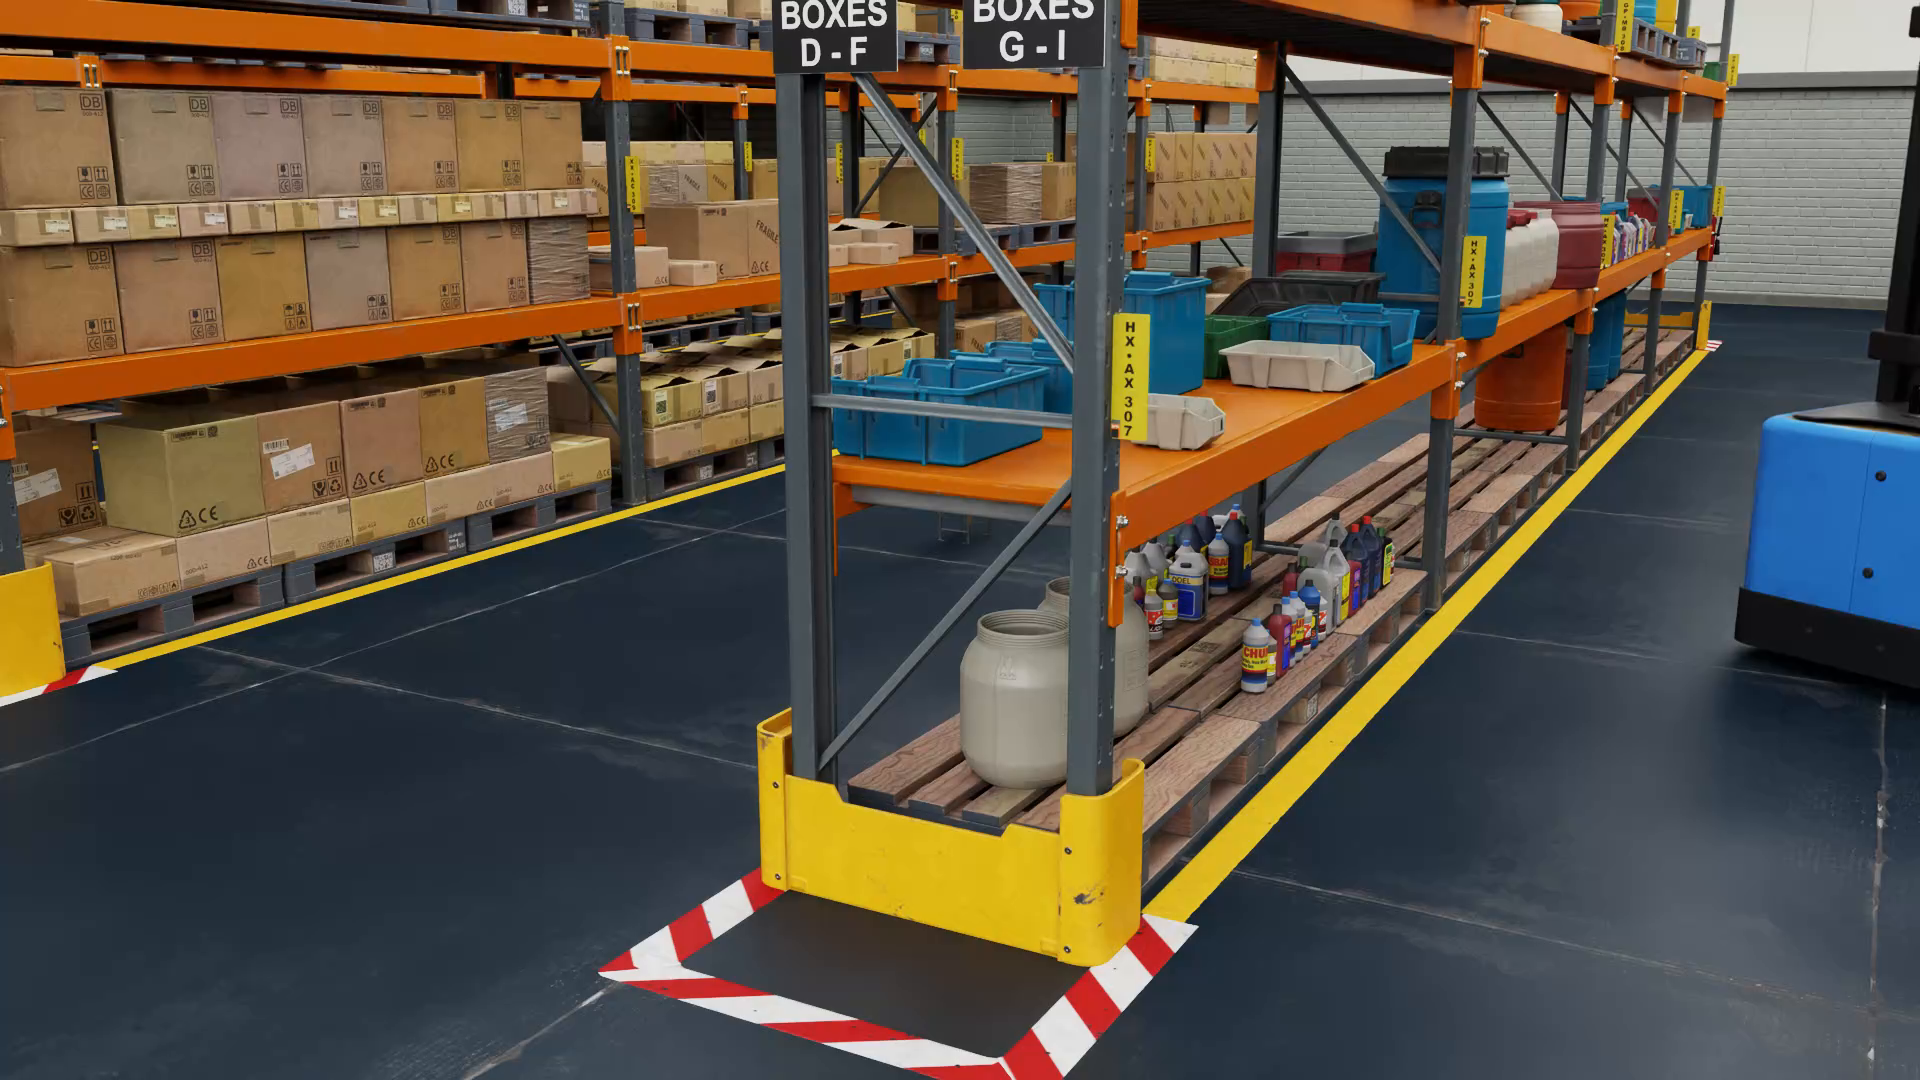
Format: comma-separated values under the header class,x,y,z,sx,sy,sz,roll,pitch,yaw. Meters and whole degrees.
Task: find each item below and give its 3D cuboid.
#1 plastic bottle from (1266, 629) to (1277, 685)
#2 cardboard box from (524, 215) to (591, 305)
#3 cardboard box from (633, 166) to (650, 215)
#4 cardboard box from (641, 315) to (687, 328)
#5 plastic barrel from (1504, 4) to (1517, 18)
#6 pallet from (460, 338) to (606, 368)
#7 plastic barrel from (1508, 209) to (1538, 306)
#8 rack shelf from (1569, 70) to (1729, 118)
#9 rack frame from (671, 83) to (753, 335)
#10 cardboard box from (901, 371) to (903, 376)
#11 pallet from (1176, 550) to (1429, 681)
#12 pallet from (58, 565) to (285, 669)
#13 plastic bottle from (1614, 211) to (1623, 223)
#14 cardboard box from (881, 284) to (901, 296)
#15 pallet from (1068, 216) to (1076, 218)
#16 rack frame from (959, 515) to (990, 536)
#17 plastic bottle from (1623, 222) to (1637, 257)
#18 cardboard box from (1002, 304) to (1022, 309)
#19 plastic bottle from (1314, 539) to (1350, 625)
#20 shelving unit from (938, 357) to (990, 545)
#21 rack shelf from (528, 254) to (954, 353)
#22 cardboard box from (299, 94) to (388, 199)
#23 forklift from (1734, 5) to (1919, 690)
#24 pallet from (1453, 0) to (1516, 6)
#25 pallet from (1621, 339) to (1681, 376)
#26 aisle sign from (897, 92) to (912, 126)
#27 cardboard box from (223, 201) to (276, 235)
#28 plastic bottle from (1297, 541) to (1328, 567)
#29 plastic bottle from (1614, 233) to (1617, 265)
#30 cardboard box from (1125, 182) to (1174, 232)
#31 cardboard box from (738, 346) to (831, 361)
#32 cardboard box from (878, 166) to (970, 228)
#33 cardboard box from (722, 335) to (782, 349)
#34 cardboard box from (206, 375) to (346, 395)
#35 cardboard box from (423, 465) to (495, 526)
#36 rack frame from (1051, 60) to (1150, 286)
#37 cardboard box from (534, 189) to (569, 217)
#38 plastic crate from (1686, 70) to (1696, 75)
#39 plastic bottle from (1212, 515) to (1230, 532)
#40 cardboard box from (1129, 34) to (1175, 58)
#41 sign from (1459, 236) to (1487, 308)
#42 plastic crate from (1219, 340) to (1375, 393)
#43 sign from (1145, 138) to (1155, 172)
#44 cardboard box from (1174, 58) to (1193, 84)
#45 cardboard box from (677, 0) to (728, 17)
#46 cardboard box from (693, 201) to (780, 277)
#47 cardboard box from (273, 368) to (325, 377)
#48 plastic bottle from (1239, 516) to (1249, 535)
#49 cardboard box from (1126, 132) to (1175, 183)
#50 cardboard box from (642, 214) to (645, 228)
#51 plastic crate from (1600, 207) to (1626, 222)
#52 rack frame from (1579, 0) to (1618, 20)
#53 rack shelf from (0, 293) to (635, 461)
class,x,y,z,sx,sy,sz,roll,pitch,yaw
plastic bottle,1.158,0.441,6.338,0.097,0.201,0.097,0,14,0
cardboard box,-2.651,-1.687,9.920,0.700,0.500,0.500,7,15,27
cardboard box,-3.640,-3.701,17.595,0.500,0.500,0.500,8,16,30
cardboard box,-3.540,-2.761,18.275,0.750,0.750,0.750,8,16,30
plastic barrel,3.239,-3.547,10.378,0.600,0.901,0.600,0,14,0
pallet,-4.399,-1.909,17.003,1.003,0.211,1.213,7,15,28
plastic barrel,3.111,-1.645,9.669,0.433,0.535,0.433,0,14,0
rack shelf,6.727,-4.329,16.224,1.077,0.370,4.000,7,15,28
rack frame,-2.912,-3.932,19.445,1.000,3.000,0.127,7,15,28
cardboard box,-0.549,-1.283,13.427,0.500,0.250,0.500,8,16,29
pallet,1.532,0.320,7.756,1.003,0.211,1.213,7,15,28
pallet,-4.042,0.284,7.905,1.003,0.211,1.213,7,15,28
plastic bottle,5.476,-2.577,13.926,0.144,0.351,0.185,7,15,28
cardboard box,-1.230,-3.587,22.450,0.700,0.500,0.500,7,15,28
pallet,0.944,-3.127,16.514,1.003,0.211,1.213,7,15,28
rack frame,0.085,-0.546,9.560,0.200,1.050,0.008,7,15,28
plastic bottle,5.432,-2.454,13.576,0.152,0.276,0.135,7,15,28
cardboard box,0.705,-1.929,15.530,0.500,0.500,0.500,7,15,26
plastic bottle,1.585,0.176,7.118,0.144,0.351,0.185,7,15,28
shelving unit,0.026,-0.521,9.456,0.215,1.050,0.252,7,15,28
rack shelf,-1.475,-1.791,12.098,1.077,0.370,4.000,7,15,28
cardboard box,-3.378,-2.009,8.486,0.700,0.500,0.500,7,15,28
forklift,4.950,-1.012,7.476,3.031,2.935,1.130,-9,16,-33
pallet,1.629,-2.376,6.992,1.213,0.211,1.003,7,15,28
pallet,6.670,-1.861,16.802,1.003,0.211,1.213,7,15,28
aisle sign,-0.681,-5.998,22.464,0.394,0.787,0.004,7,15,28
cardboard box,-3.499,-1.542,7.932,0.380,0.149,0.250,7,15,26
plastic bottle,1.599,0.134,7.450,0.152,0.276,0.135,7,15,28
plastic bottle,4.957,-2.237,12.685,0.097,0.271,0.097,0,14,0
cardboard box,1.911,-3.494,17.414,0.500,0.500,0.500,8,16,30
cardboard box,-1.282,-1.243,12.063,0.500,0.311,0.500,8,16,30
cardboard box,-0.302,-2.946,14.244,0.700,0.500,0.500,2,14,9
cardboard box,-1.513,-1.404,12.732,0.500,0.311,0.500,7,15,27
cardboard box,-3.663,-0.595,8.972,0.500,0.500,0.500,7,15,28
cardboard box,-2.954,-0.272,9.234,0.500,0.250,0.500,7,15,28
rack frame,1.426,-3.372,17.120,1.000,3.000,0.127,7,15,28
cardboard box,-2.507,-1.964,9.683,0.380,0.149,0.250,7,15,27
plastic crate,6.601,-4.428,15.381,0.497,0.269,0.590,7,15,28
plastic bottle,1.223,0.027,7.895,0.152,0.276,0.135,8,16,30
cardboard box,1.878,-5.072,17.024,0.500,0.250,0.500,7,15,28
sign,2.369,-1.239,7.680,0.100,0.325,0.005,7,15,28
plastic crate,1.329,-0.679,6.511,0.530,0.136,0.437,7,15,28
sign,1.913,-3.873,16.726,0.100,0.325,0.005,7,15,28
cardboard box,2.123,-4.931,17.507,0.500,0.250,0.500,7,15,28
cardboard box,-1.872,-3.558,10.917,0.500,0.250,0.500,6,15,23
cardboard box,-1.559,-2.146,11.821,0.500,0.500,0.500,7,15,28
cardboard box,-5.951,-1.654,14.391,0.700,0.500,0.500,8,15,29
plastic bottle,1.316,0.035,7.845,0.061,0.283,0.133,7,15,28
cardboard box,1.900,-3.971,17.260,0.500,0.500,0.500,8,16,29
cardboard box,-3.481,-3.463,17.991,0.380,0.149,0.250,7,15,26
plastic crate,6.505,-3.233,16.774,0.416,0.233,0.300,7,15,28
rack frame,3.826,-4.906,10.682,1.000,3.000,0.127,7,15,28
rack shelf,-3.408,-0.971,8.694,1.077,0.370,4.000,7,15,28
